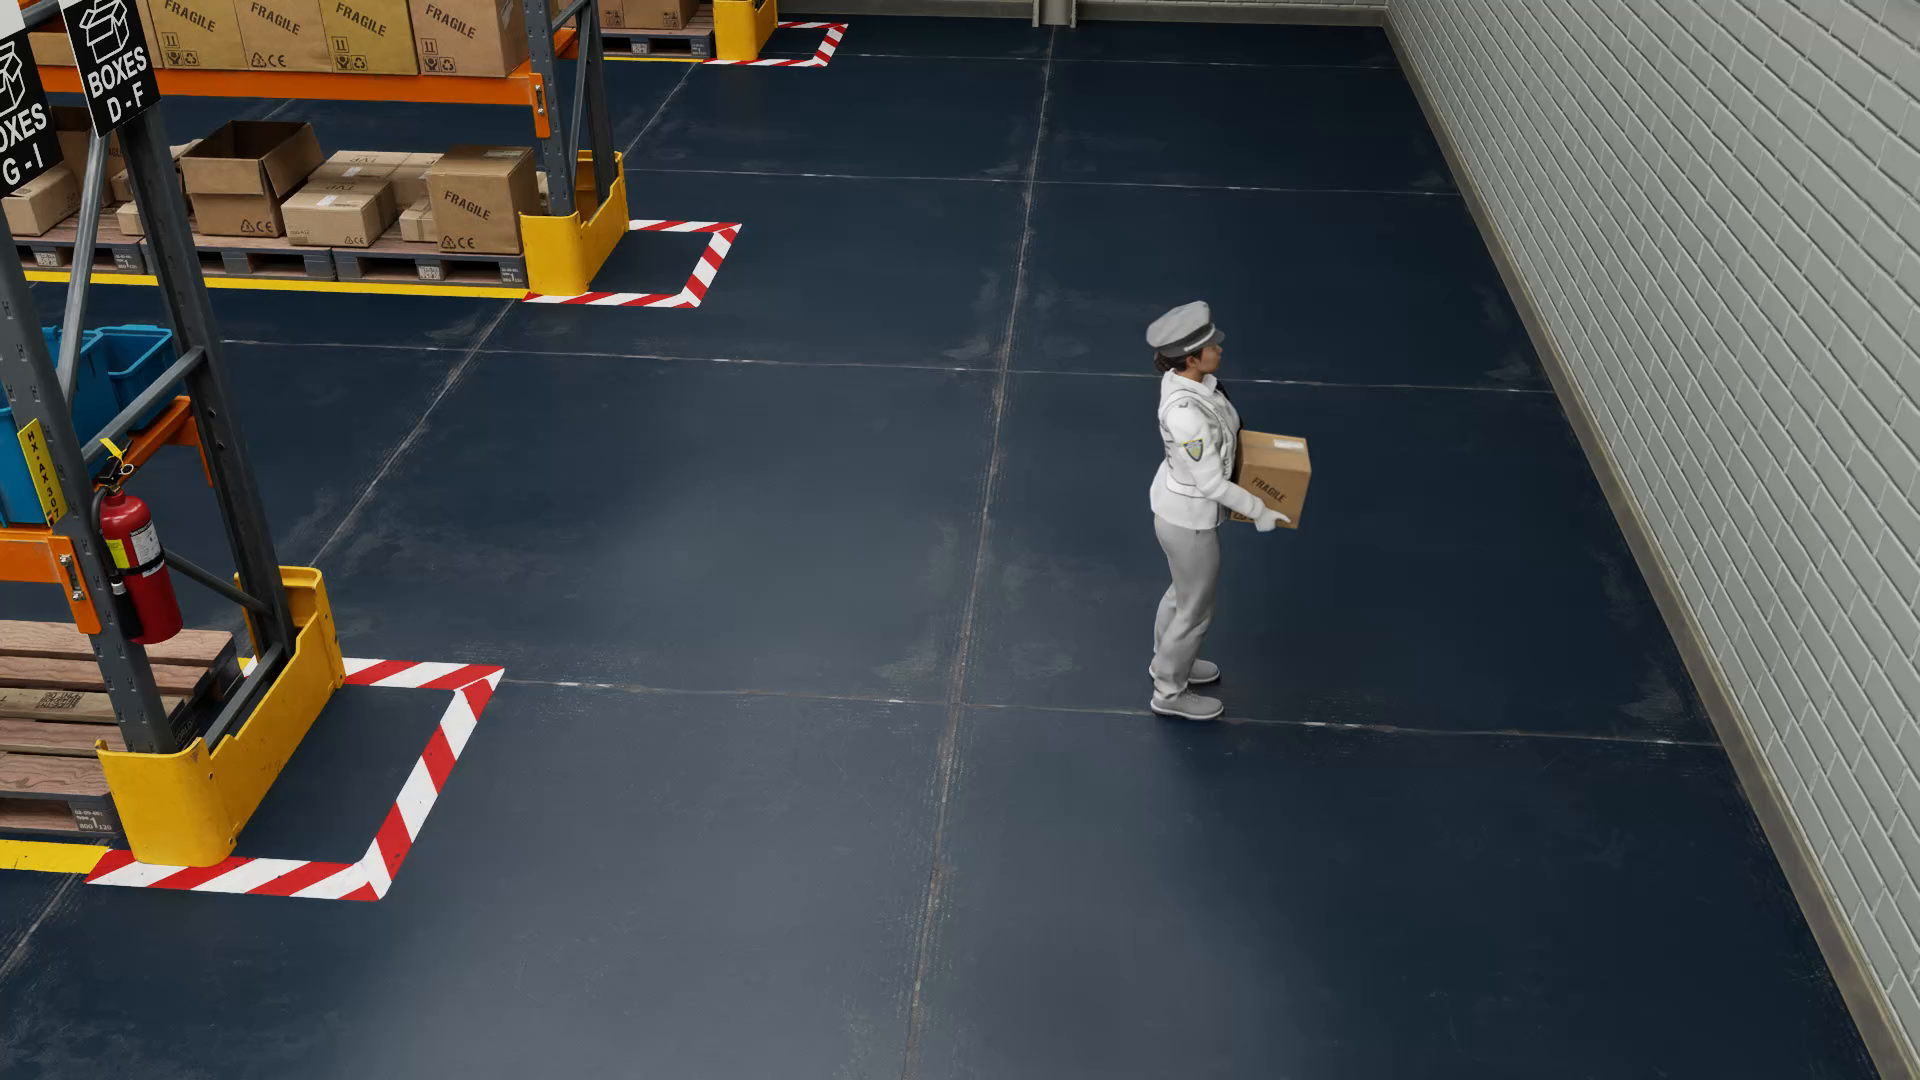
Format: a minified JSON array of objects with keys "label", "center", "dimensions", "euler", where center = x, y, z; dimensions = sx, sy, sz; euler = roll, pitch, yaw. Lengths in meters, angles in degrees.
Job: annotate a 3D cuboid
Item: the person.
[{"label":"person","center":[0.943,-0.098,6.268],"dimensions":[0.564,1.686,0.460],"euler":[3,32,4]}]
